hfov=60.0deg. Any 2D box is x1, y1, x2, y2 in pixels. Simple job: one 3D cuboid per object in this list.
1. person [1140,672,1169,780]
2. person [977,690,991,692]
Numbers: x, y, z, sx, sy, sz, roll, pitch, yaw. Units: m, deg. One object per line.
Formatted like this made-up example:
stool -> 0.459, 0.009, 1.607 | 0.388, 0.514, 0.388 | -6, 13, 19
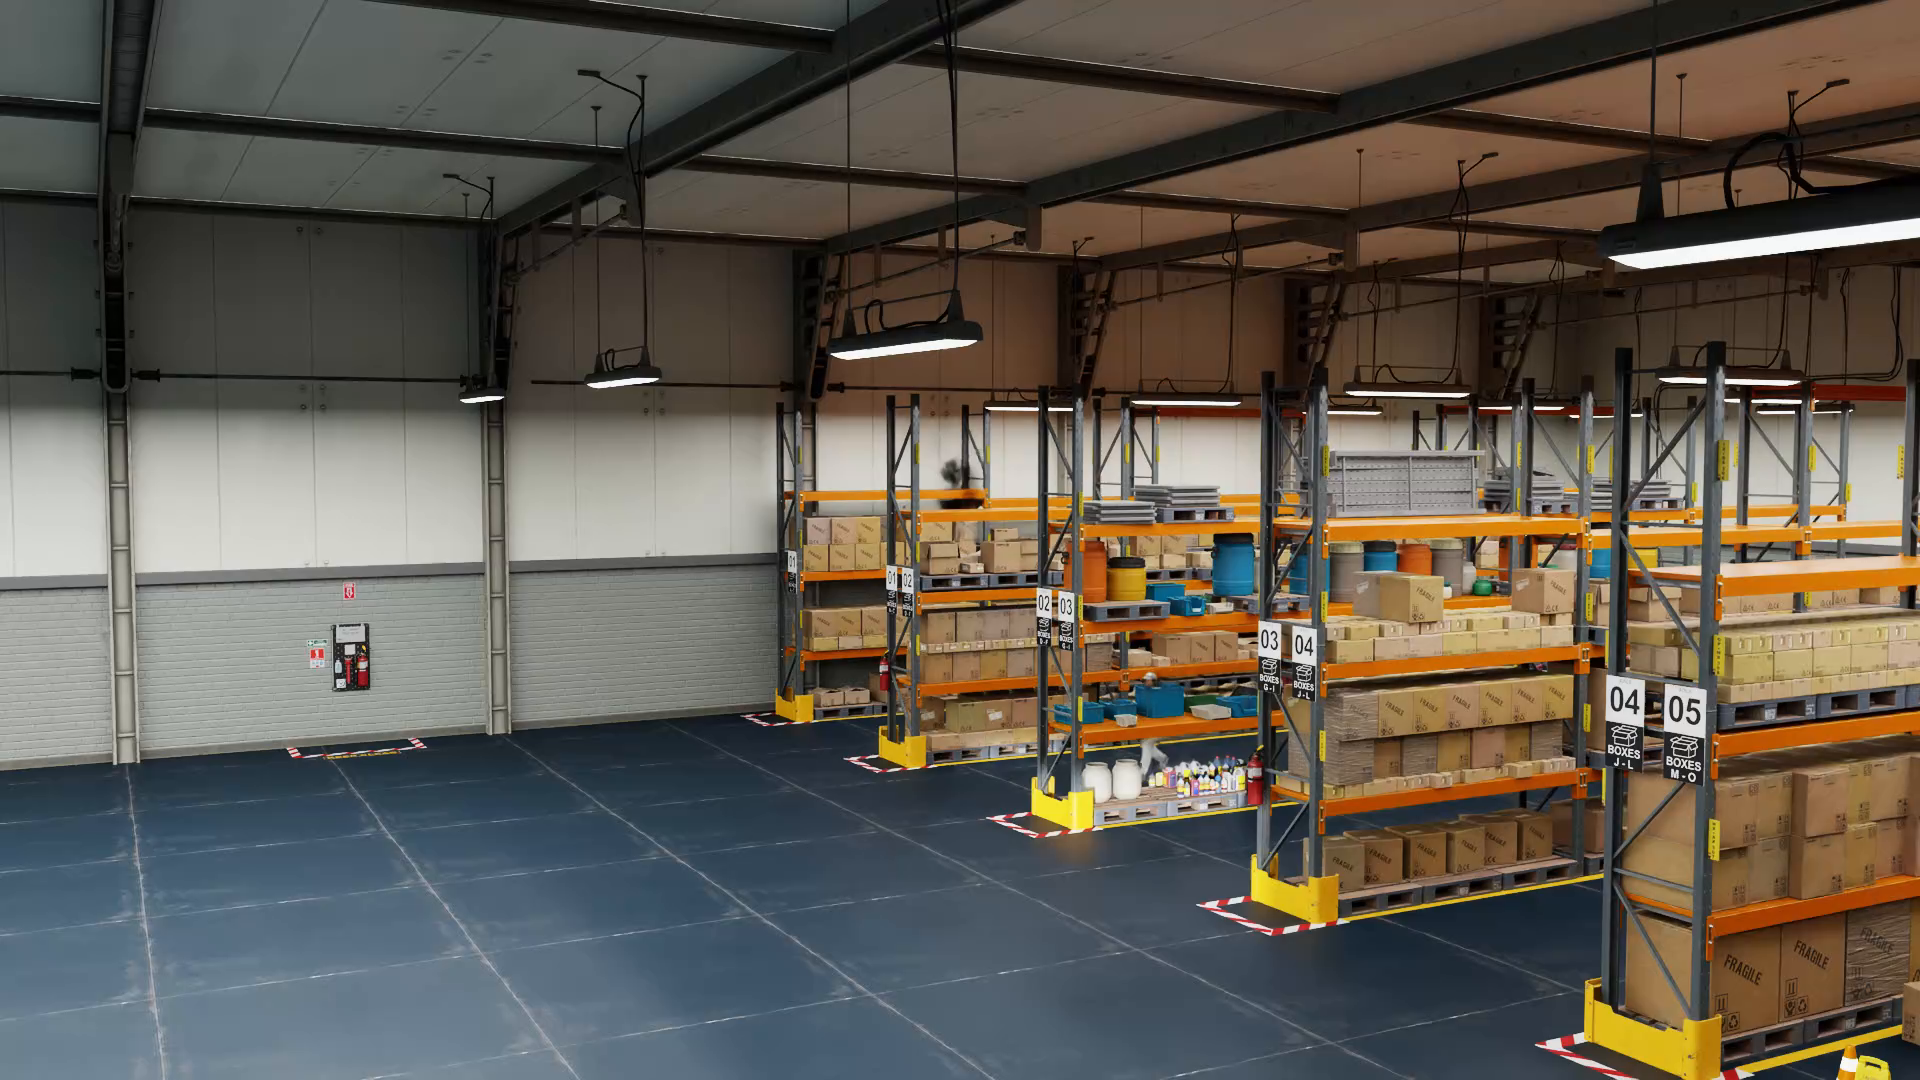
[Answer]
person -> 2.936, 2.868, 25.666 | 0.924, 1.666, 0.606 | -3, 4, -39
person -> 0.460, 2.614, 30.072 | 0.890, 1.669, 0.618 | -3, 4, -40
